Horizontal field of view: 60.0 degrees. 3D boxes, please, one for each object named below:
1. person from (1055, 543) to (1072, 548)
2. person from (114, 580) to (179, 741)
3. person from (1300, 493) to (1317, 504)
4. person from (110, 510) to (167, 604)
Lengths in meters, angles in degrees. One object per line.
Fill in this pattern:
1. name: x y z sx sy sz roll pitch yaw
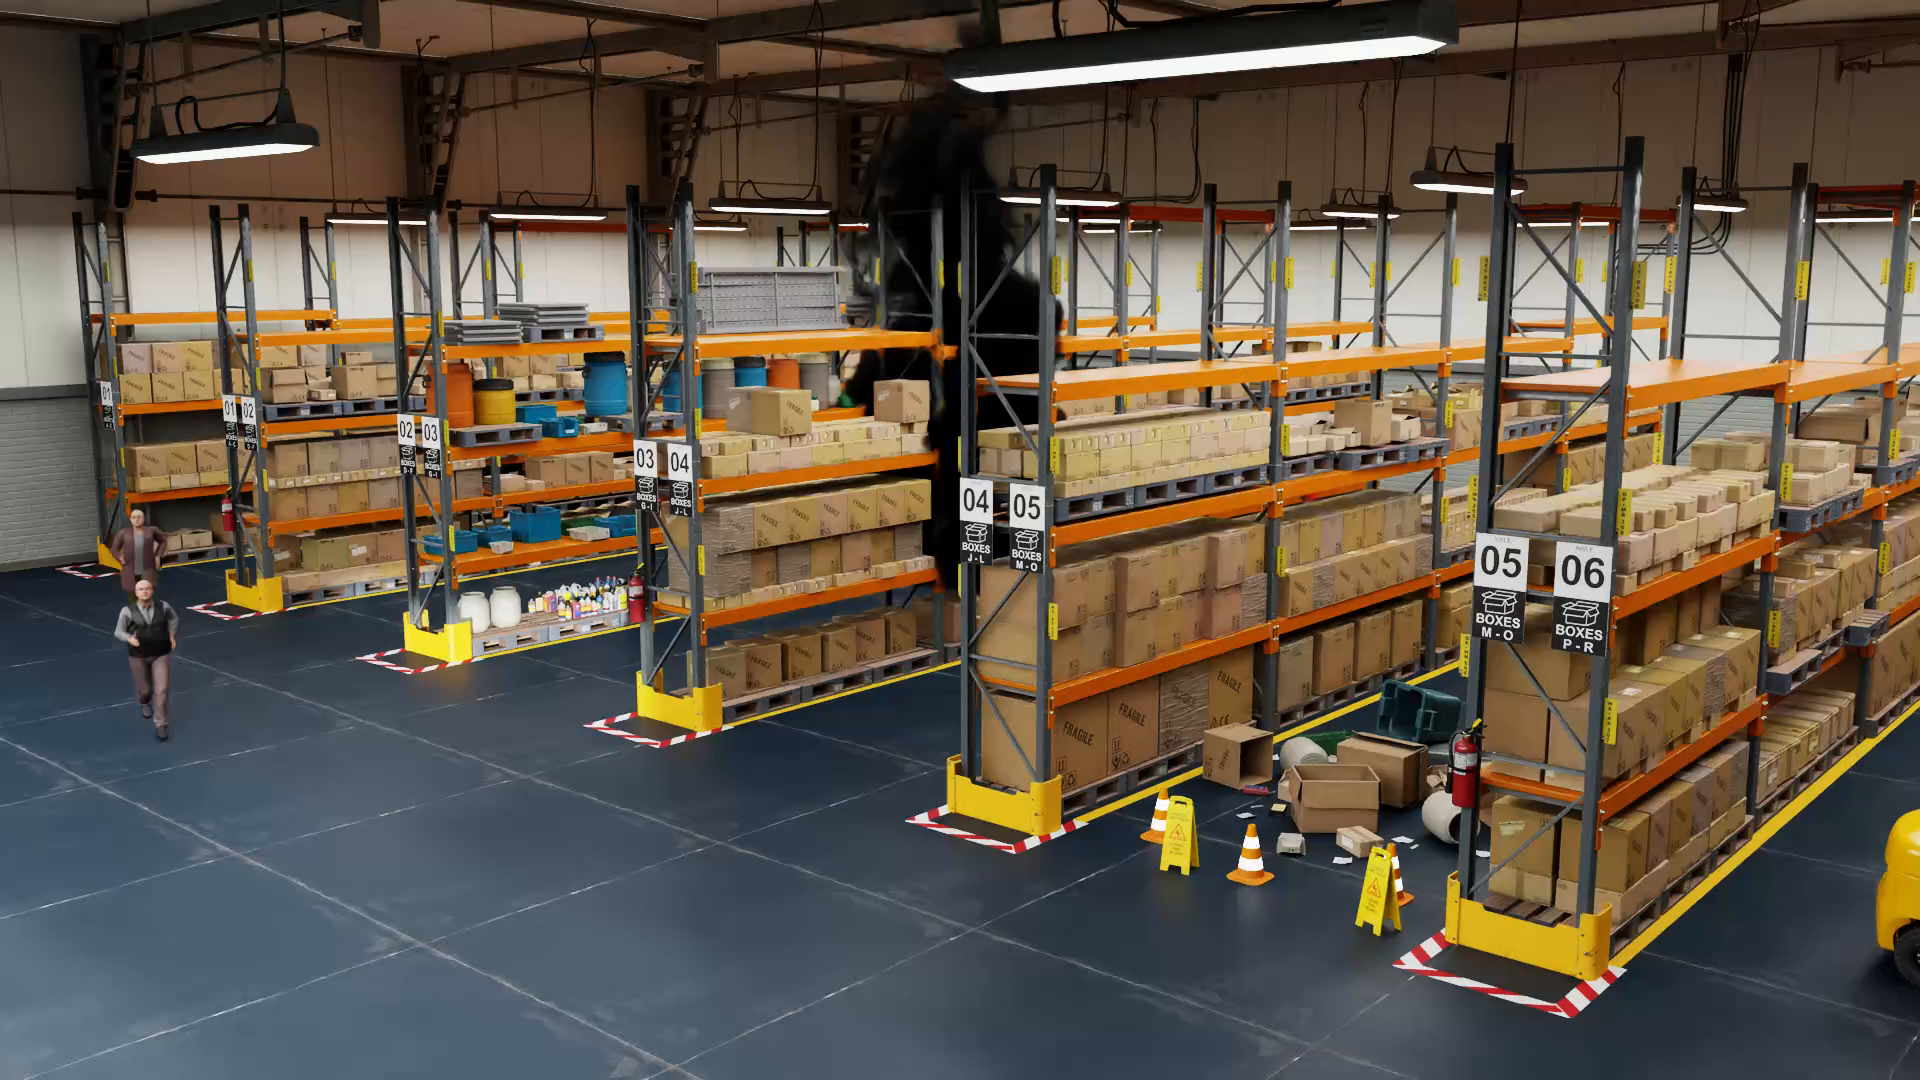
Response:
1. person: 1.308 0.730 20.349 0.573 1.789 0.706 6 11 33
2. person: -8.920 1.283 18.319 0.661 1.701 0.896 -6 11 -30
3. person: 4.817 0.189 23.103 0.648 1.760 0.520 8 12 40
4. person: -11.452 0.464 23.249 0.716 1.779 0.988 -4 10 -23
